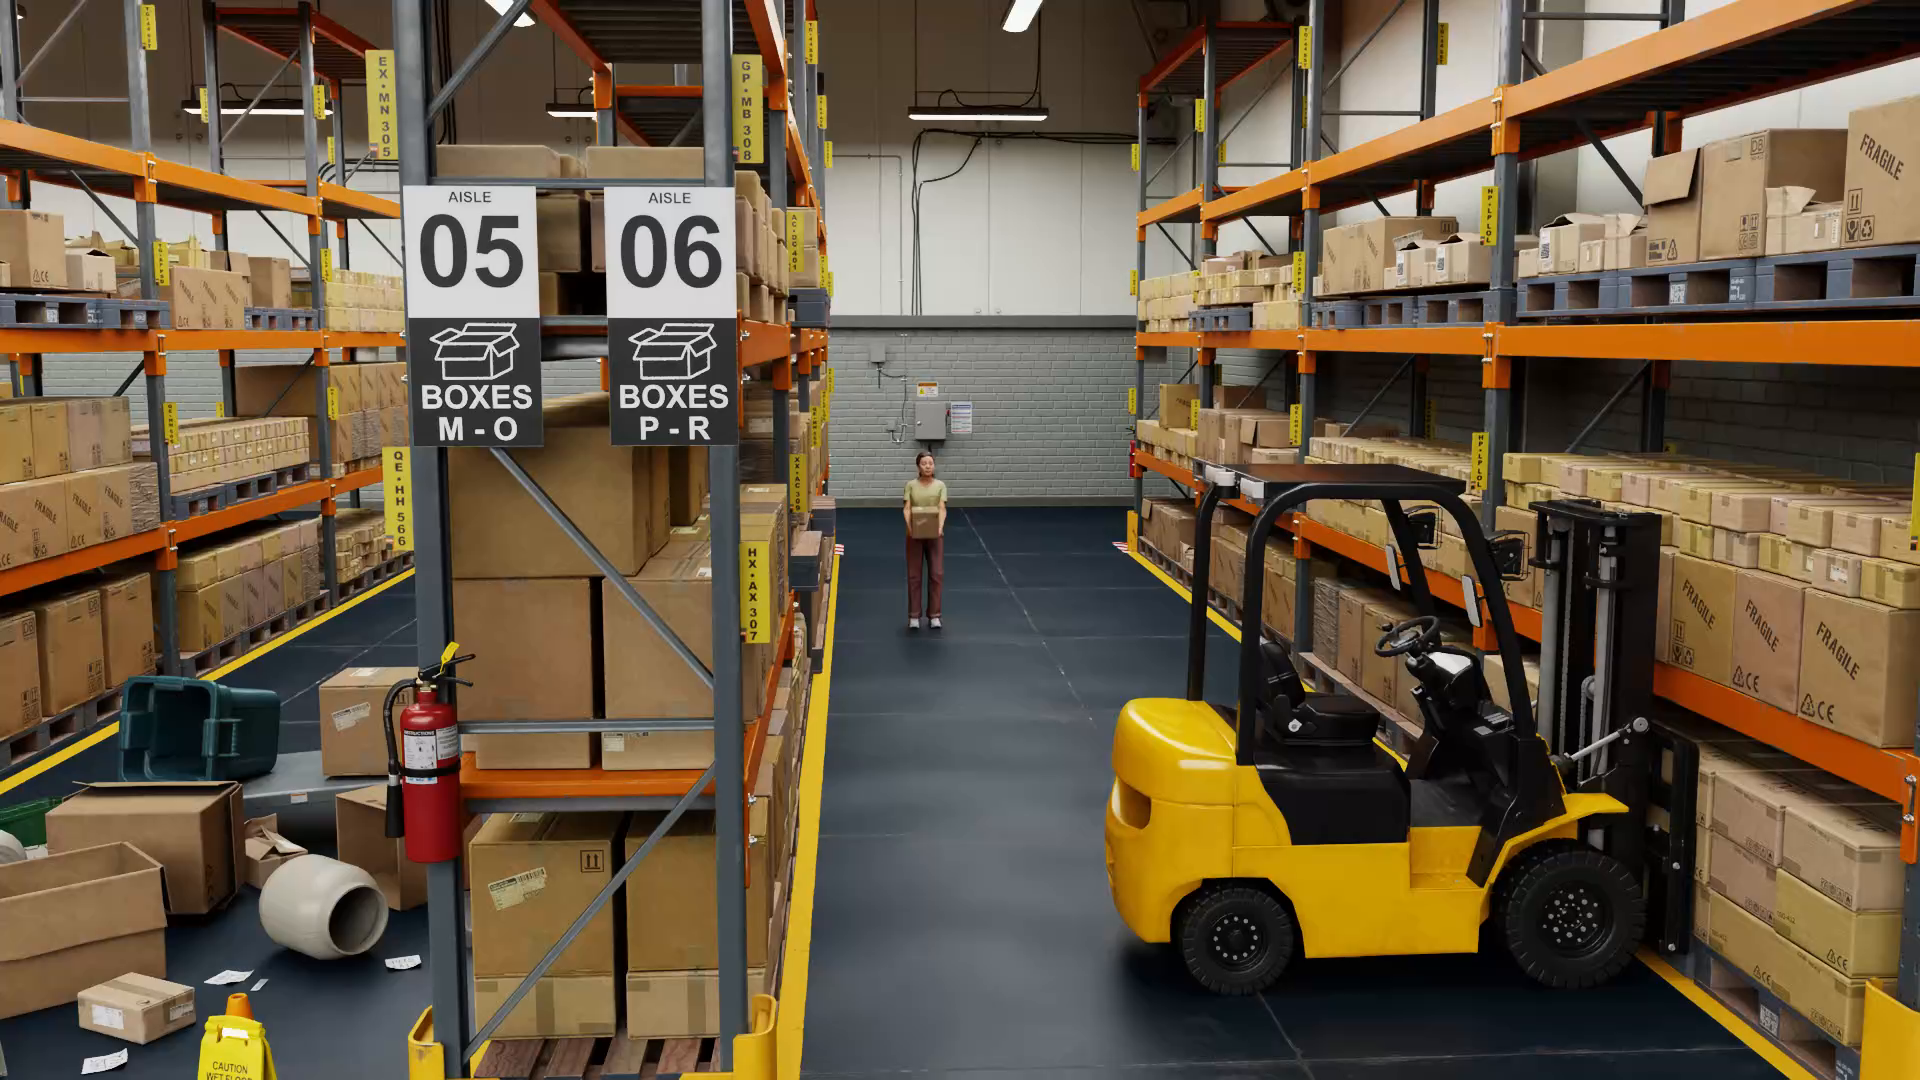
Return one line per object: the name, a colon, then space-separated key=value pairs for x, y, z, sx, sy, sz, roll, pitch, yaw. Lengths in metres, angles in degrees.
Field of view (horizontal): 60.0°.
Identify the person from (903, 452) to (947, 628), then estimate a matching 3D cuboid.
person: x=-0.329 y=-0.001 z=15.820 sx=0.425 sy=1.662 sz=0.561 roll=0 pitch=7 yaw=-3
